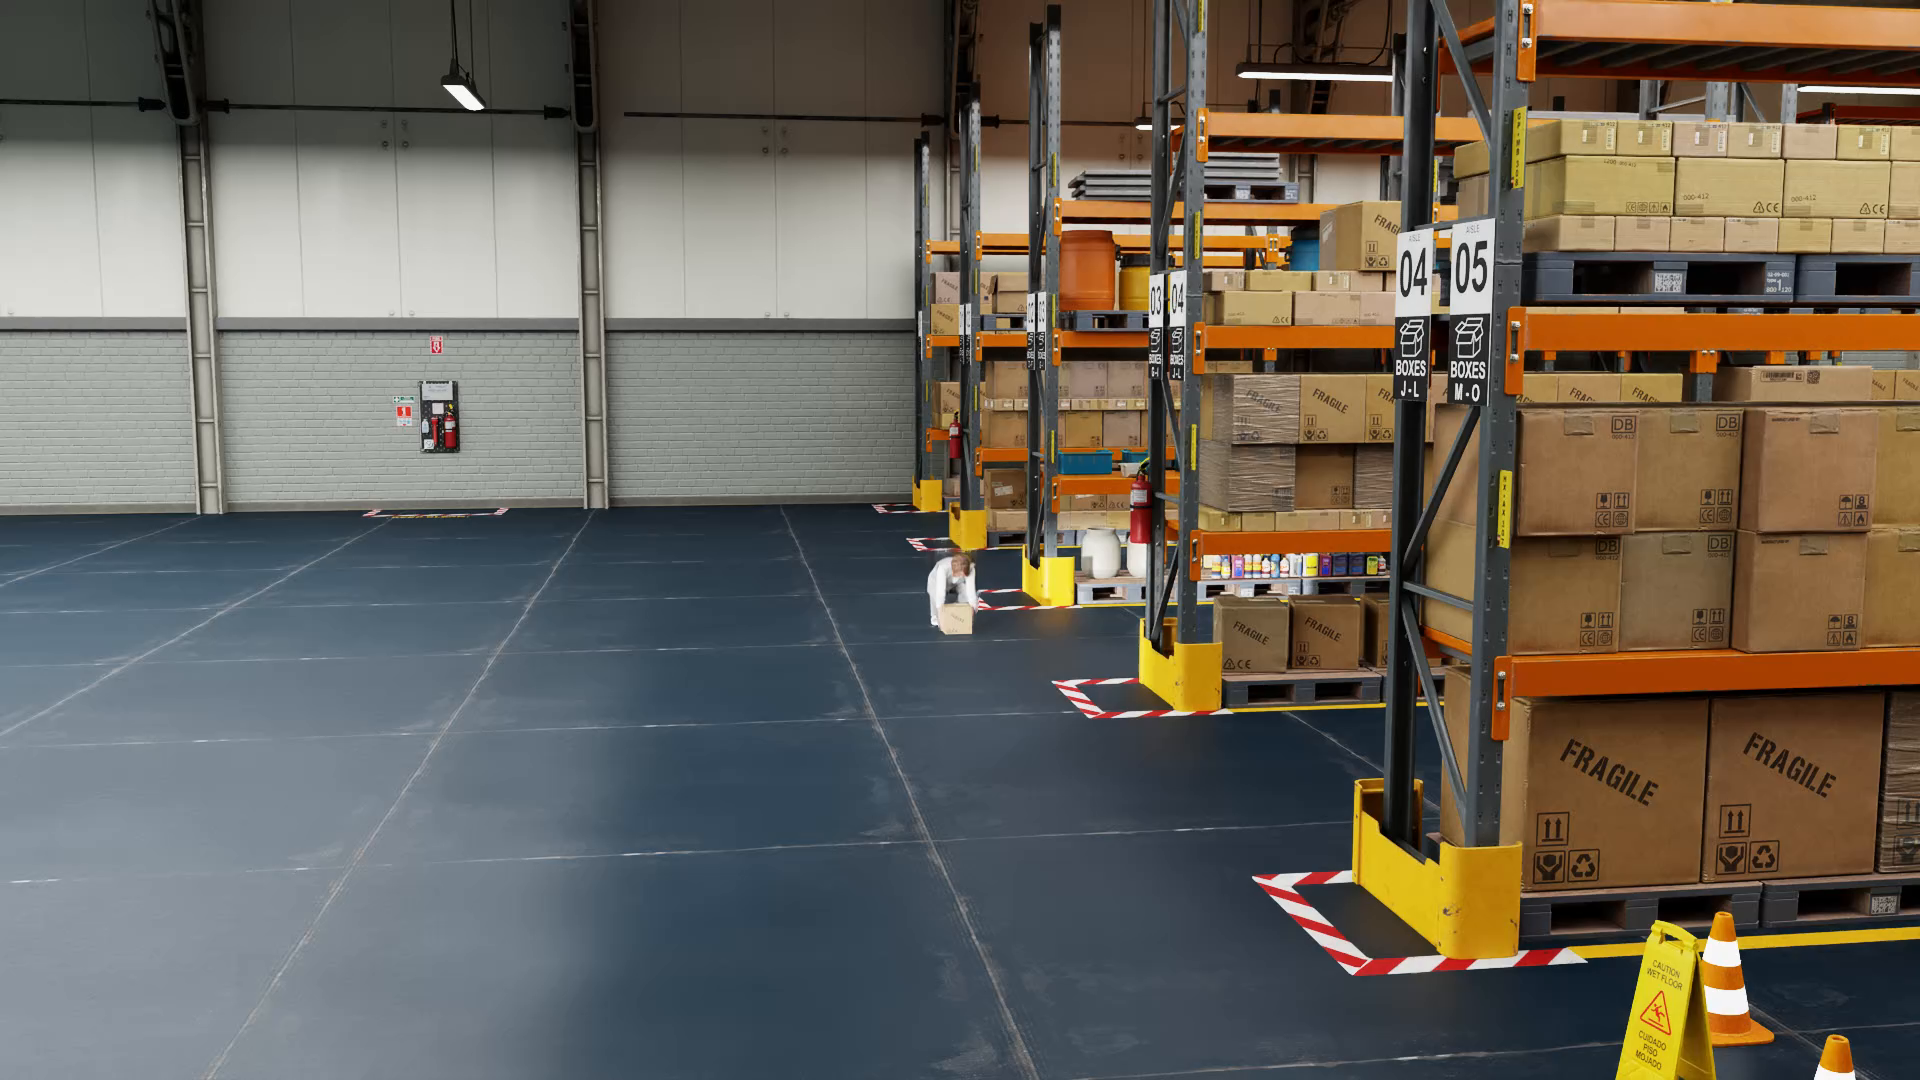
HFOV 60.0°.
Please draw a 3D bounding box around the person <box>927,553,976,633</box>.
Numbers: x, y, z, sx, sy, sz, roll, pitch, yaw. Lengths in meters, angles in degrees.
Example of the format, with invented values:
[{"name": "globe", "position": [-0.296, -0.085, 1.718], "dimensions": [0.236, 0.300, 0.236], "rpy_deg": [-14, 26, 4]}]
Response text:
[{"name": "person", "position": [-0.084, 0.484, 15.827], "dimensions": [0.432, 0.745, 0.814], "rpy_deg": [-1, 7, -9]}]
